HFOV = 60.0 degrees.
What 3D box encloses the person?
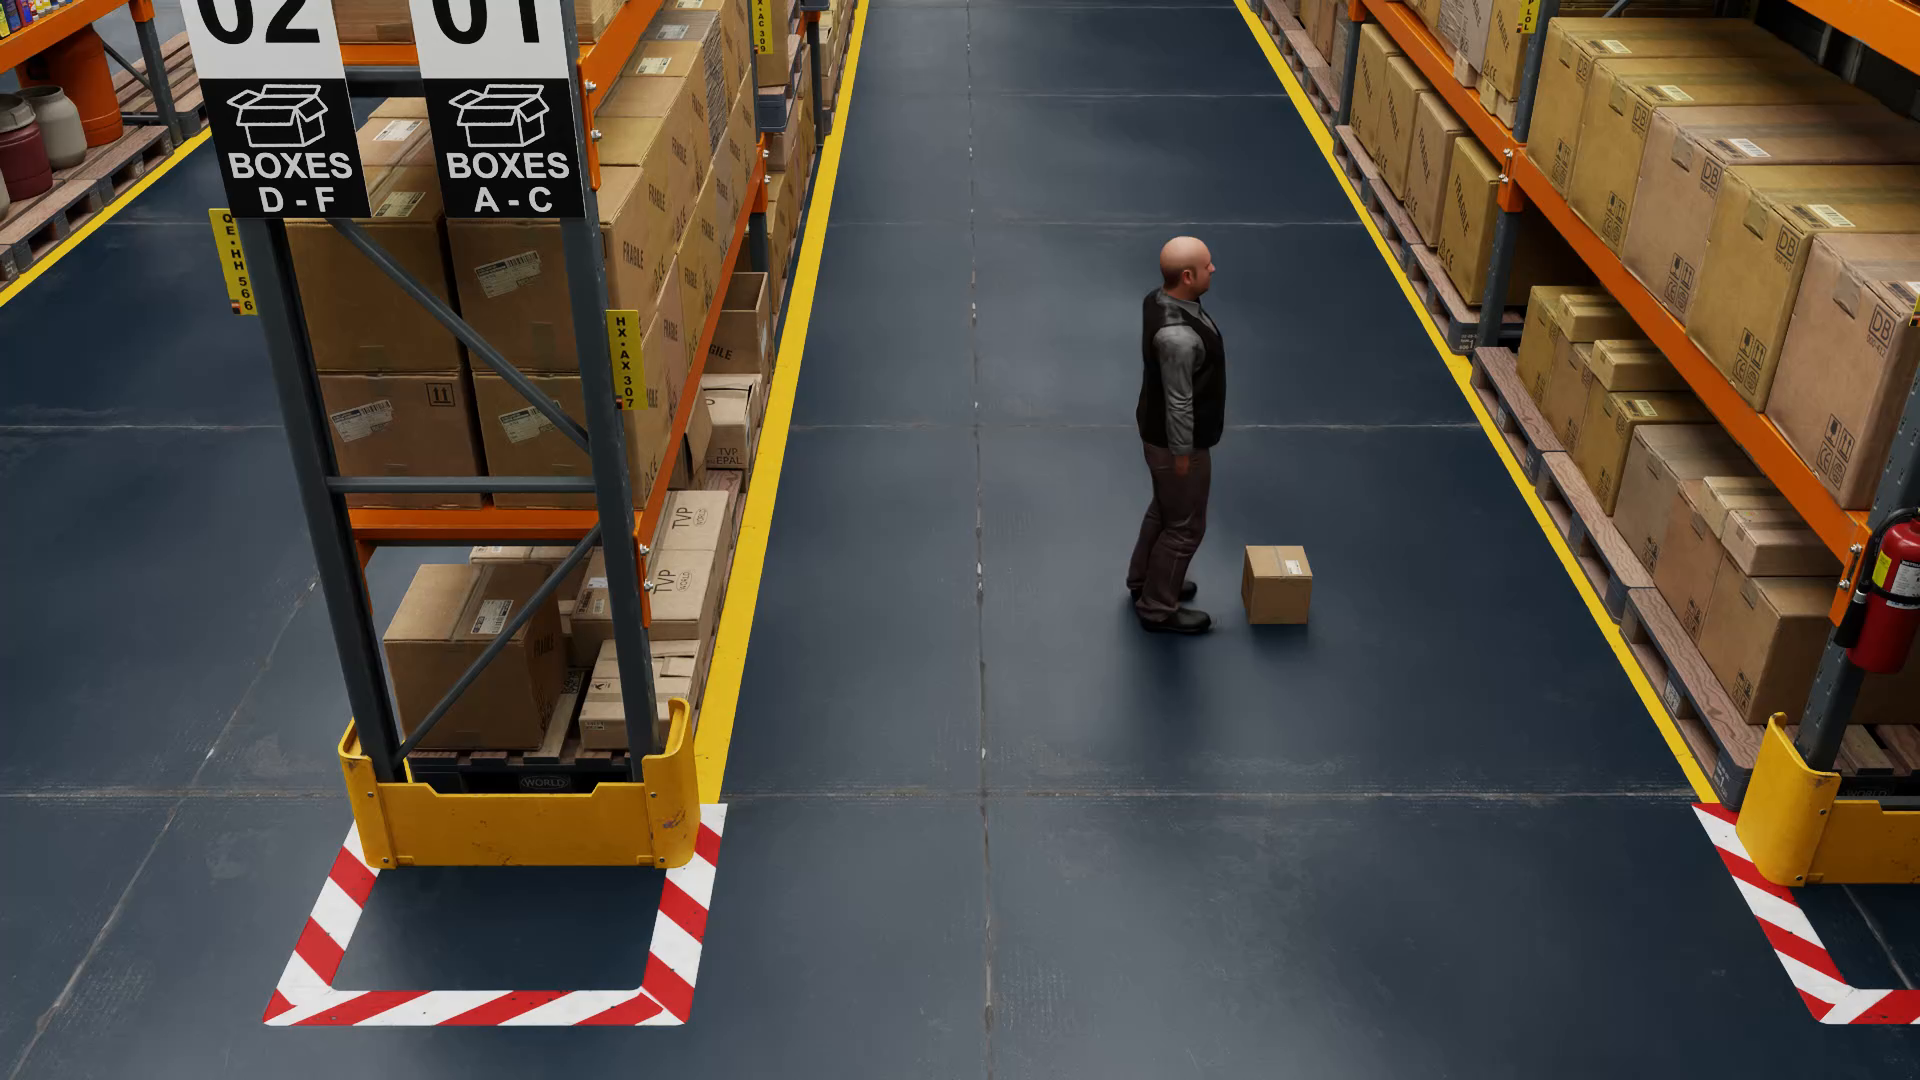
[{"bbox_3d":[0.906,-0.435,6.879,0.361,1.715,0.531,1,31,1],"label":"person"}]
